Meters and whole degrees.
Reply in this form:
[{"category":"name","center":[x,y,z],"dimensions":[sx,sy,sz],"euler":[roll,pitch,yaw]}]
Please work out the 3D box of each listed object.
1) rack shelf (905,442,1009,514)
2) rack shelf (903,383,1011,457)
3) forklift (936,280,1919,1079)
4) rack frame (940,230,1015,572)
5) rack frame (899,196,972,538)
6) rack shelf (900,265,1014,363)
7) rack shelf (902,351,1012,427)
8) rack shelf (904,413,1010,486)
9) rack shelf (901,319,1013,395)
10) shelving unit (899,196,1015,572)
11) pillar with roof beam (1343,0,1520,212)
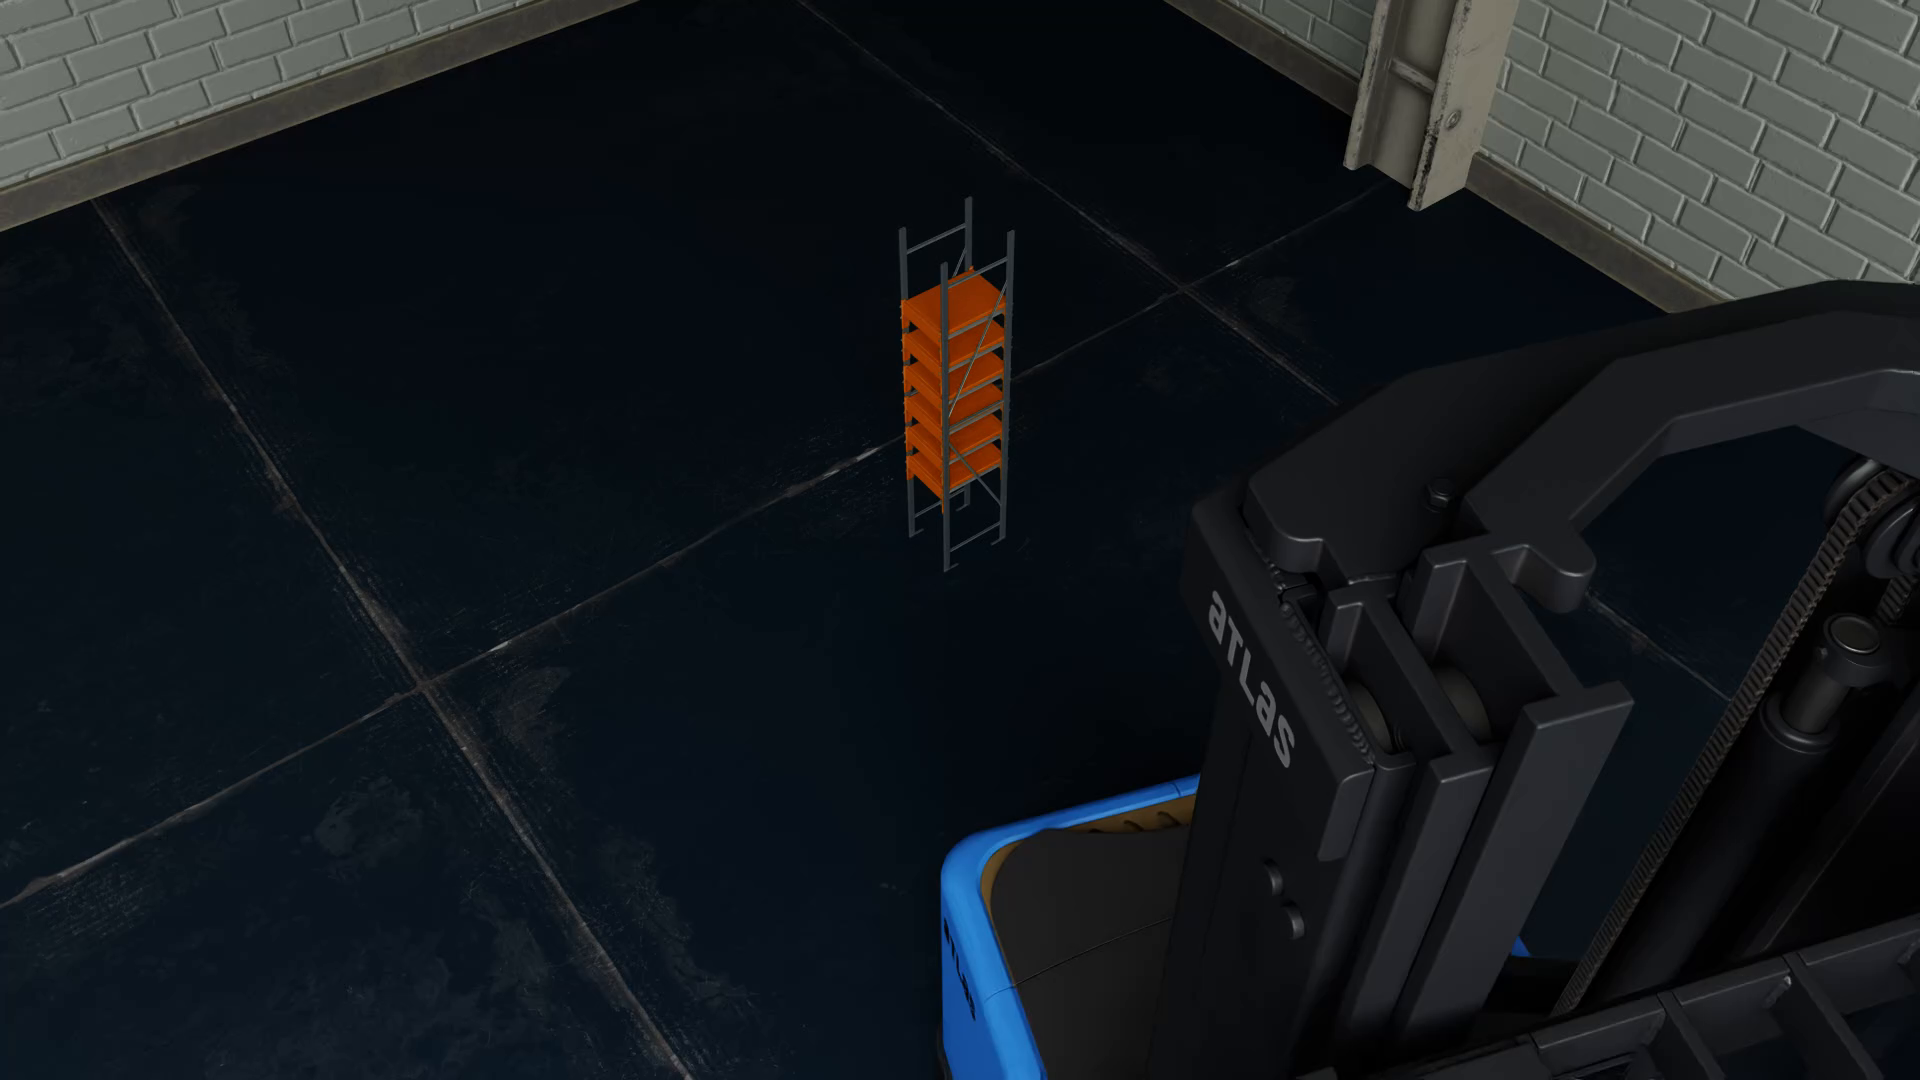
[{"category":"rack shelf","center":[-0.009,-0.220,5.024],"dimensions":[0.258,0.103,0.180],"euler":[-29,54,-24]},{"category":"rack shelf","center":[-0.009,-0.382,4.846],"dimensions":[0.258,0.103,0.180],"euler":[-29,54,-24]},{"category":"forklift","center":[0.863,1.271,2.120],"dimensions":[1.130,2.935,3.031],"euler":[-13,49,-11]},{"category":"rack frame","center":[0.047,-0.358,4.764],"dimensions":[0.240,1.200,0.006],"euler":[-29,54,-24]},{"category":"rack frame","center":[-0.064,-0.465,4.862],"dimensions":[0.240,1.200,0.006],"euler":[-29,54,-24]},{"category":"rack shelf","center":[-0.009,-0.623,4.579],"dimensions":[0.258,0.103,0.180],"euler":[-29,54,-24]},{"category":"rack shelf","center":[-0.009,-0.462,4.757],"dimensions":[0.258,0.103,0.180],"euler":[-29,54,-24]},{"category":"rack shelf","center":[-0.009,-0.301,4.935],"dimensions":[0.258,0.103,0.180],"euler":[-29,54,-24]},{"category":"rack shelf","center":[-0.009,-0.543,4.668],"dimensions":[0.258,0.103,0.180],"euler":[-29,54,-24]},{"category":"shelving unit","center":[-0.009,-0.412,4.813],"dimensions":[0.258,1.200,0.189],"euler":[-29,54,-24]},{"category":"pillar with roof beam","center":[-1.668,-2.537,1.476],"dimensions":[9.100,9.000,0.400],"euler":[-29,54,-24]}]
